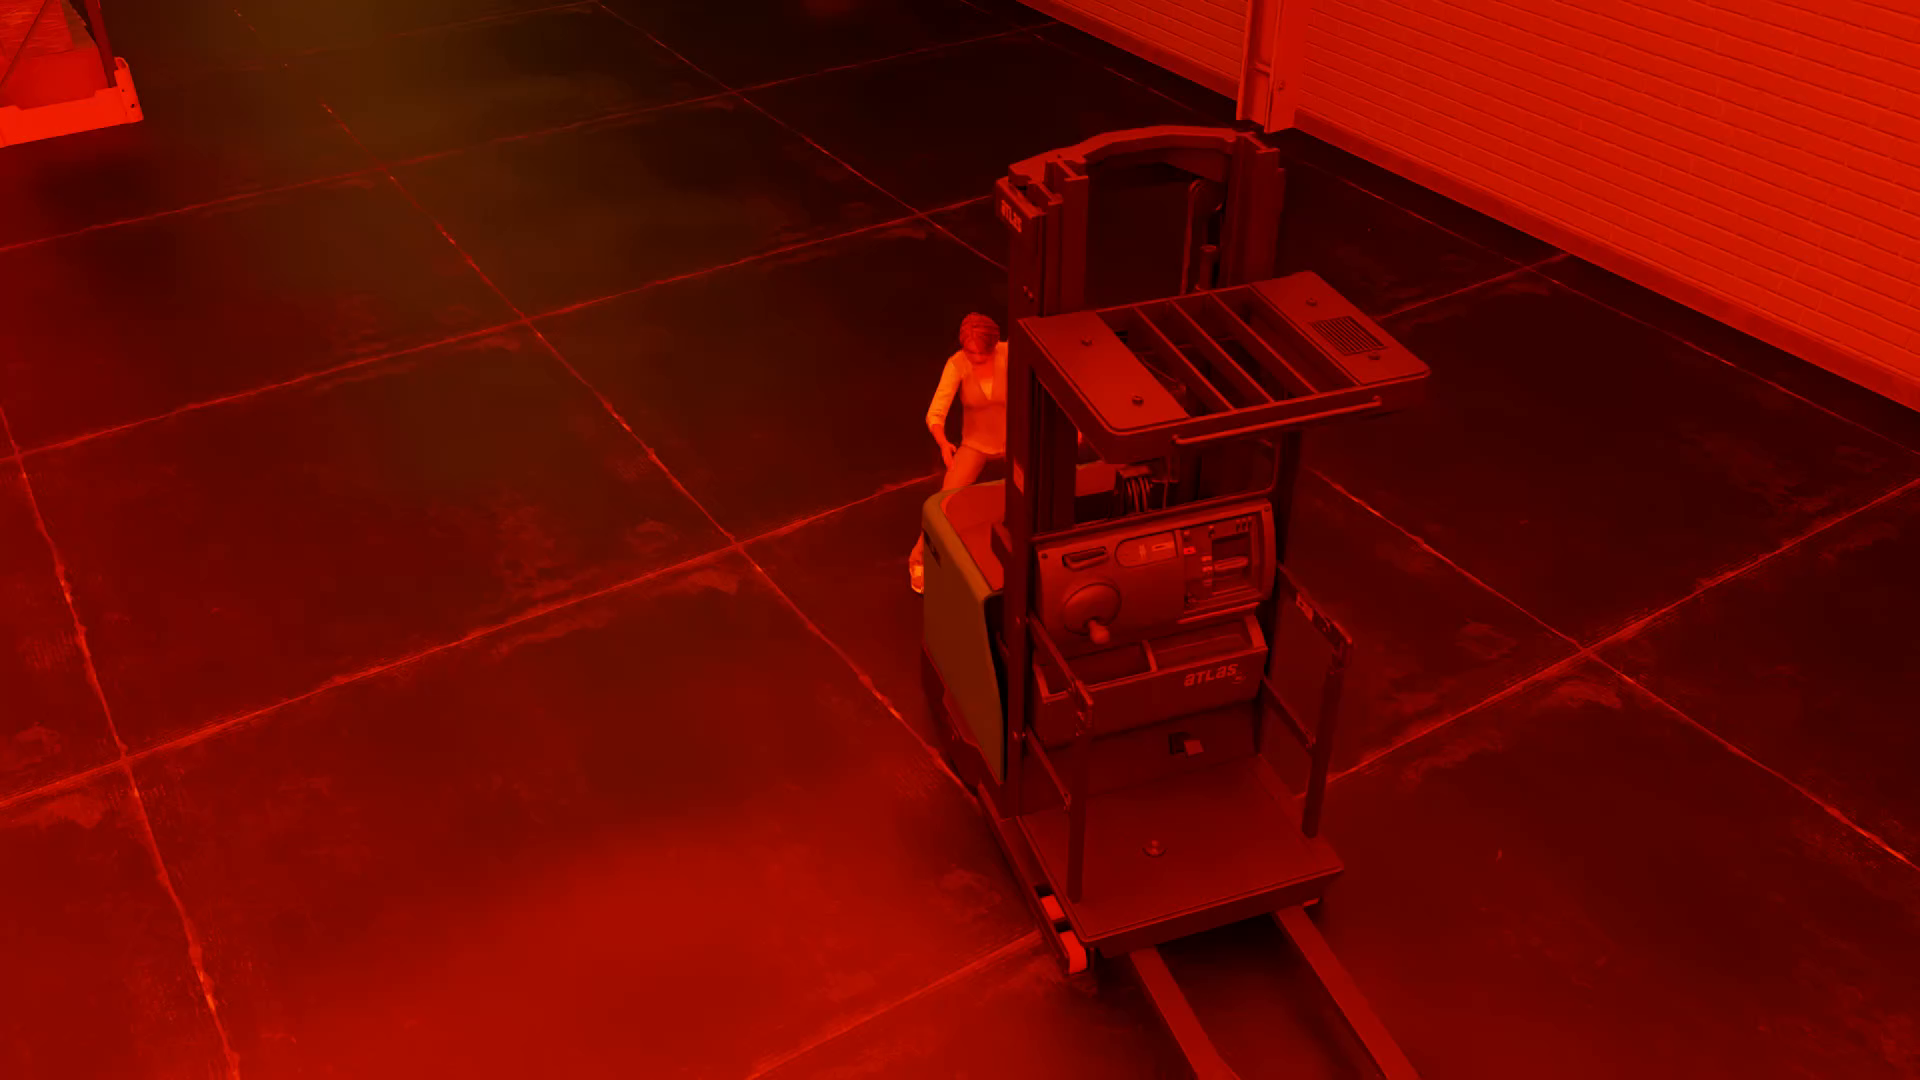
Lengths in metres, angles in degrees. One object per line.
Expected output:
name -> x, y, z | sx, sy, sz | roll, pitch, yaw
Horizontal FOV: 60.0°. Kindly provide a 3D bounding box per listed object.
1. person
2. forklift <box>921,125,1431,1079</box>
person -> 0.156, -0.348, 8.080 | 0.823, 1.275, 0.680 | -1, 35, -2
forklift -> 0.796, 0.186, 5.884 | 1.130, 2.935, 3.031 | -12, 37, -16
